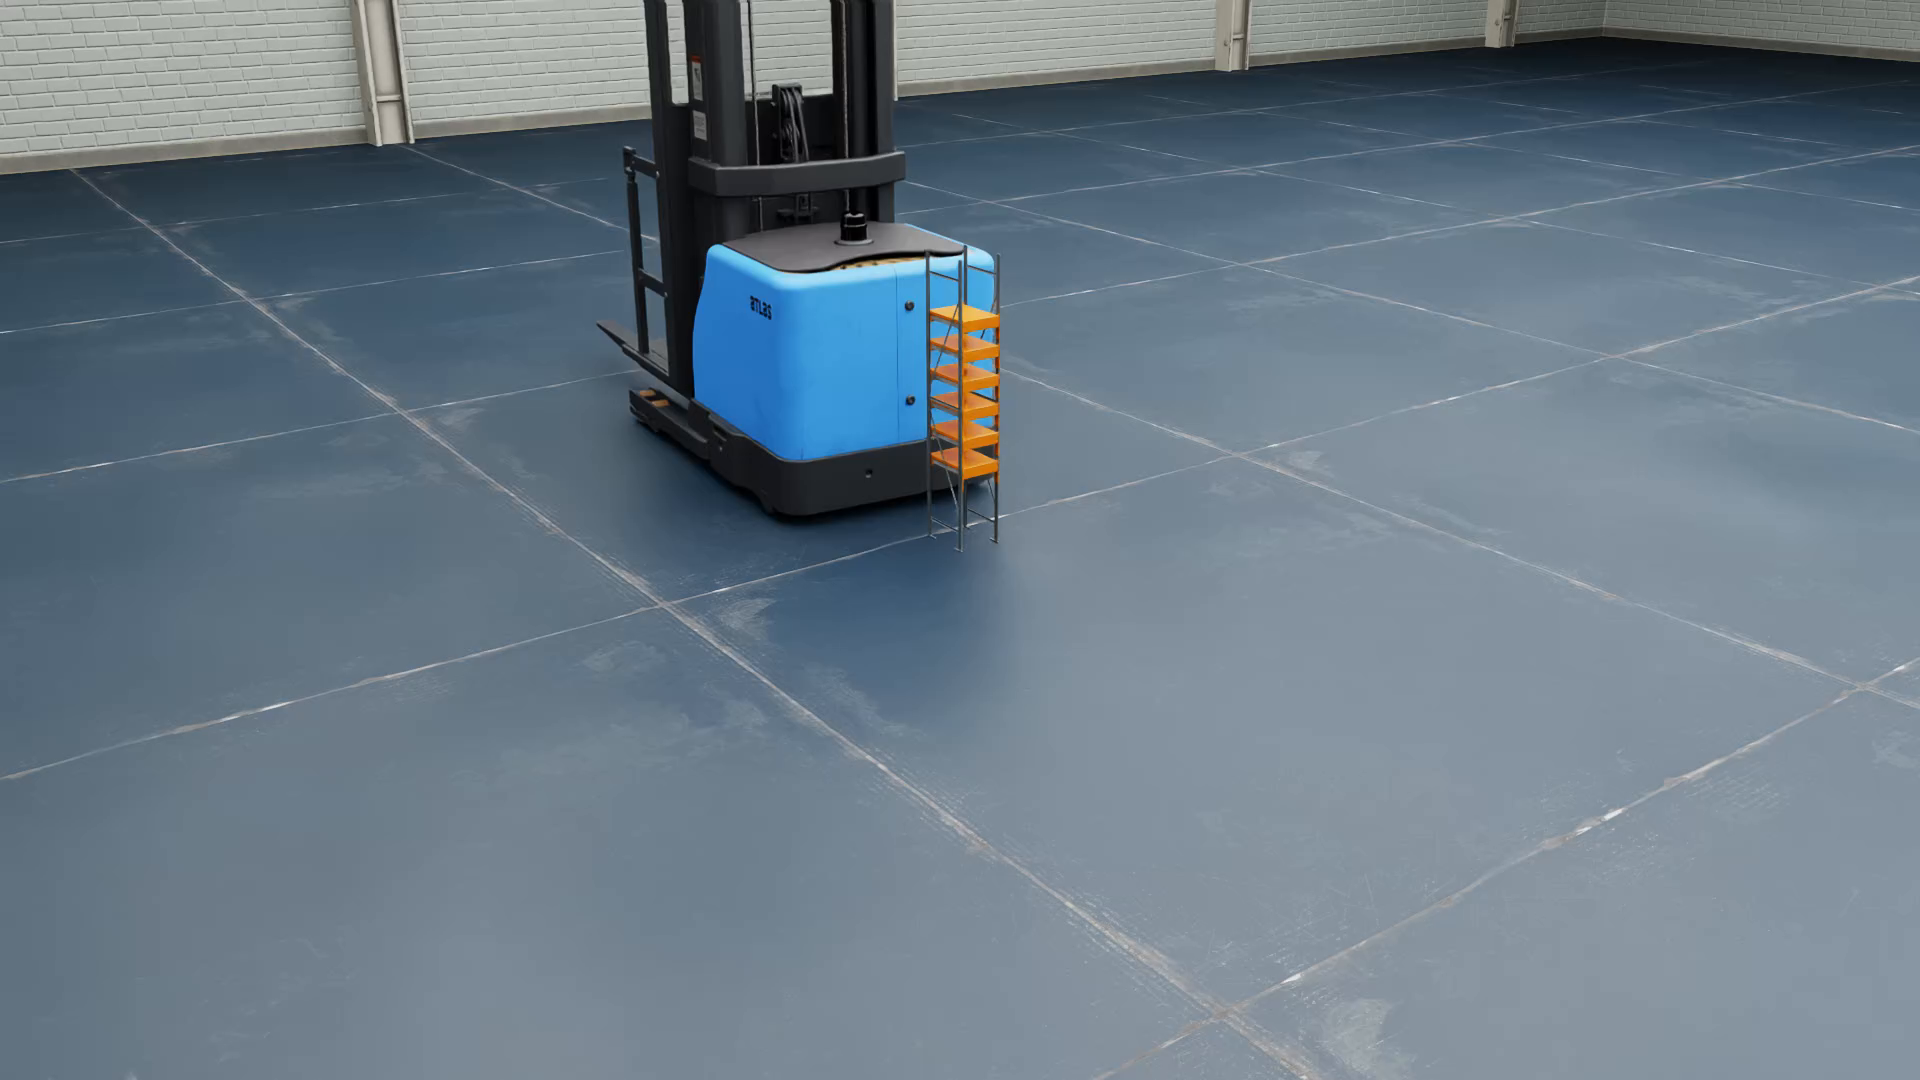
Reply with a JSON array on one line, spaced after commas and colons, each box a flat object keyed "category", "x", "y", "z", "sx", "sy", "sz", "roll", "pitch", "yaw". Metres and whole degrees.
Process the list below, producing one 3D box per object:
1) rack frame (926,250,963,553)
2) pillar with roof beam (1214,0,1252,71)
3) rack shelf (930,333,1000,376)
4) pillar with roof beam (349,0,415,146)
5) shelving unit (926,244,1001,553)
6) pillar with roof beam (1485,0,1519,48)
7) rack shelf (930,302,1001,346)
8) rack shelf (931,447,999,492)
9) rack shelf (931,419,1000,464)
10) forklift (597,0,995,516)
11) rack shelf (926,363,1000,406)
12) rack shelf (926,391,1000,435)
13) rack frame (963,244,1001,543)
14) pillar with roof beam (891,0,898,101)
[{"category": "rack frame", "x": -0.063, "y": -0.541, "z": 6.632, "sx": 0.006, "sy": 1.200, "sz": 0.240, "roll": -15, "pitch": 26, "yaw": -33}, {"category": "pillar with roof beam", "x": 6.374, "y": -9.589, "z": 18.785, "sx": 0.400, "sy": 9.000, "sz": 9.100, "roll": -15, "pitch": 26, "yaw": -33}, {"category": "rack shelf", "x": 0.012, "y": -0.742, "z": 6.609, "sx": 0.180, "sy": 0.103, "sz": 0.258, "roll": -15, "pitch": 26, "yaw": -33}, {"category": "pillar with roof beam", "x": -3.367, "y": -6.992, "z": 12.276, "sx": 0.400, "sy": 9.000, "sz": 9.100, "roll": -15, "pitch": 26, "yaw": -33}, {"category": "shelving unit", "x": 0.012, "y": -0.560, "z": 6.682, "sx": 0.189, "sy": 1.200, "sz": 0.258, "roll": -15, "pitch": 26, "yaw": -33}, {"category": "pillar with roof beam", "x": 11.245, "y": -10.888, "z": 22.040, "sx": 0.400, "sy": 9.000, "sz": 9.100, "roll": -15, "pitch": 26, "yaw": -33}, {"category": "rack shelf", "x": 0.012, "y": -0.853, "z": 6.565, "sx": 0.180, "sy": 0.103, "sz": 0.258, "roll": -15, "pitch": 26, "yaw": -33}, {"category": "rack shelf", "x": 0.012, "y": -0.296, "z": 6.787, "sx": 0.180, "sy": 0.103, "sz": 0.258, "roll": -15, "pitch": 26, "yaw": -33}, {"category": "rack shelf", "x": 0.012, "y": -0.408, "z": 6.743, "sx": 0.180, "sy": 0.103, "sz": 0.258, "roll": -15, "pitch": 26, "yaw": -33}, {"category": "forklift", "x": -1.008, "y": -1.964, "z": 7.865, "sx": 1.130, "sy": 2.935, "sz": 3.031, "roll": -12, "pitch": 25, "yaw": -28}, {"category": "rack shelf", "x": 0.012, "y": -0.631, "z": 6.654, "sx": 0.180, "sy": 0.103, "sz": 0.258, "roll": -15, "pitch": 26, "yaw": -33}, {"category": "rack shelf", "x": 0.012, "y": -0.519, "z": 6.698, "sx": 0.180, "sy": 0.103, "sz": 0.258, "roll": -15, "pitch": 26, "yaw": -33}, {"category": "rack frame", "x": 0.086, "y": -0.580, "z": 6.731, "sx": 0.006, "sy": 1.200, "sz": 0.240, "roll": -15, "pitch": 26, "yaw": -33}, {"category": "pillar with roof beam", "x": 1.504, "y": -8.291, "z": 15.531, "sx": 0.400, "sy": 9.000, "sz": 9.100, "roll": -15, "pitch": 26, "yaw": -33}]
